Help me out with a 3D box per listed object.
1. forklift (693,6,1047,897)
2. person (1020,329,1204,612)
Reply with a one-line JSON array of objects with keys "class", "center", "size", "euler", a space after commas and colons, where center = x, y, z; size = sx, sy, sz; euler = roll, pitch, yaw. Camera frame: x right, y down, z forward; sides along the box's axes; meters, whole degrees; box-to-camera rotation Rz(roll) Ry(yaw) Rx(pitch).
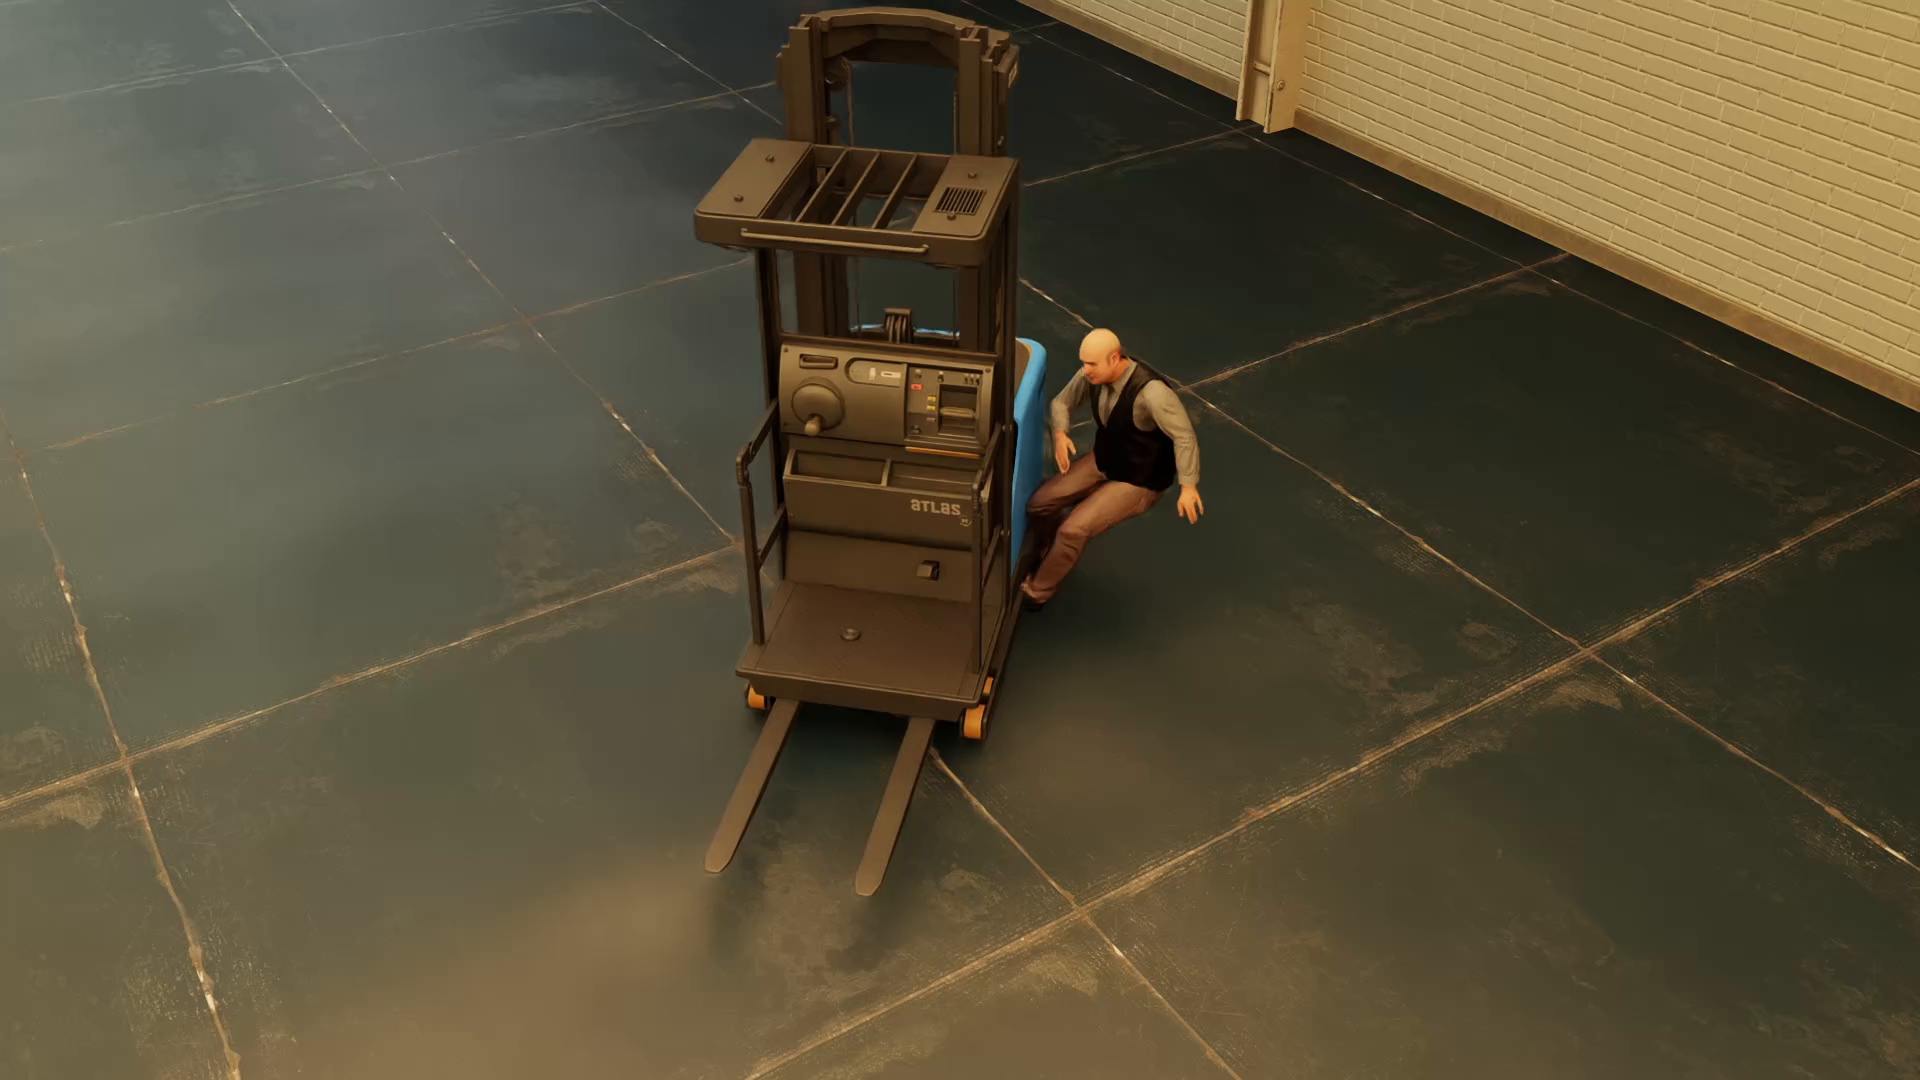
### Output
[{"class": "forklift", "center": [-0.360, -0.543, 6.920], "size": [1.130, 2.935, 3.031], "euler": [7, 36, 10]}, {"class": "person", "center": [0.611, -0.274, 7.893], "size": [0.936, 1.492, 0.898], "euler": [-21, 40, -27]}]
